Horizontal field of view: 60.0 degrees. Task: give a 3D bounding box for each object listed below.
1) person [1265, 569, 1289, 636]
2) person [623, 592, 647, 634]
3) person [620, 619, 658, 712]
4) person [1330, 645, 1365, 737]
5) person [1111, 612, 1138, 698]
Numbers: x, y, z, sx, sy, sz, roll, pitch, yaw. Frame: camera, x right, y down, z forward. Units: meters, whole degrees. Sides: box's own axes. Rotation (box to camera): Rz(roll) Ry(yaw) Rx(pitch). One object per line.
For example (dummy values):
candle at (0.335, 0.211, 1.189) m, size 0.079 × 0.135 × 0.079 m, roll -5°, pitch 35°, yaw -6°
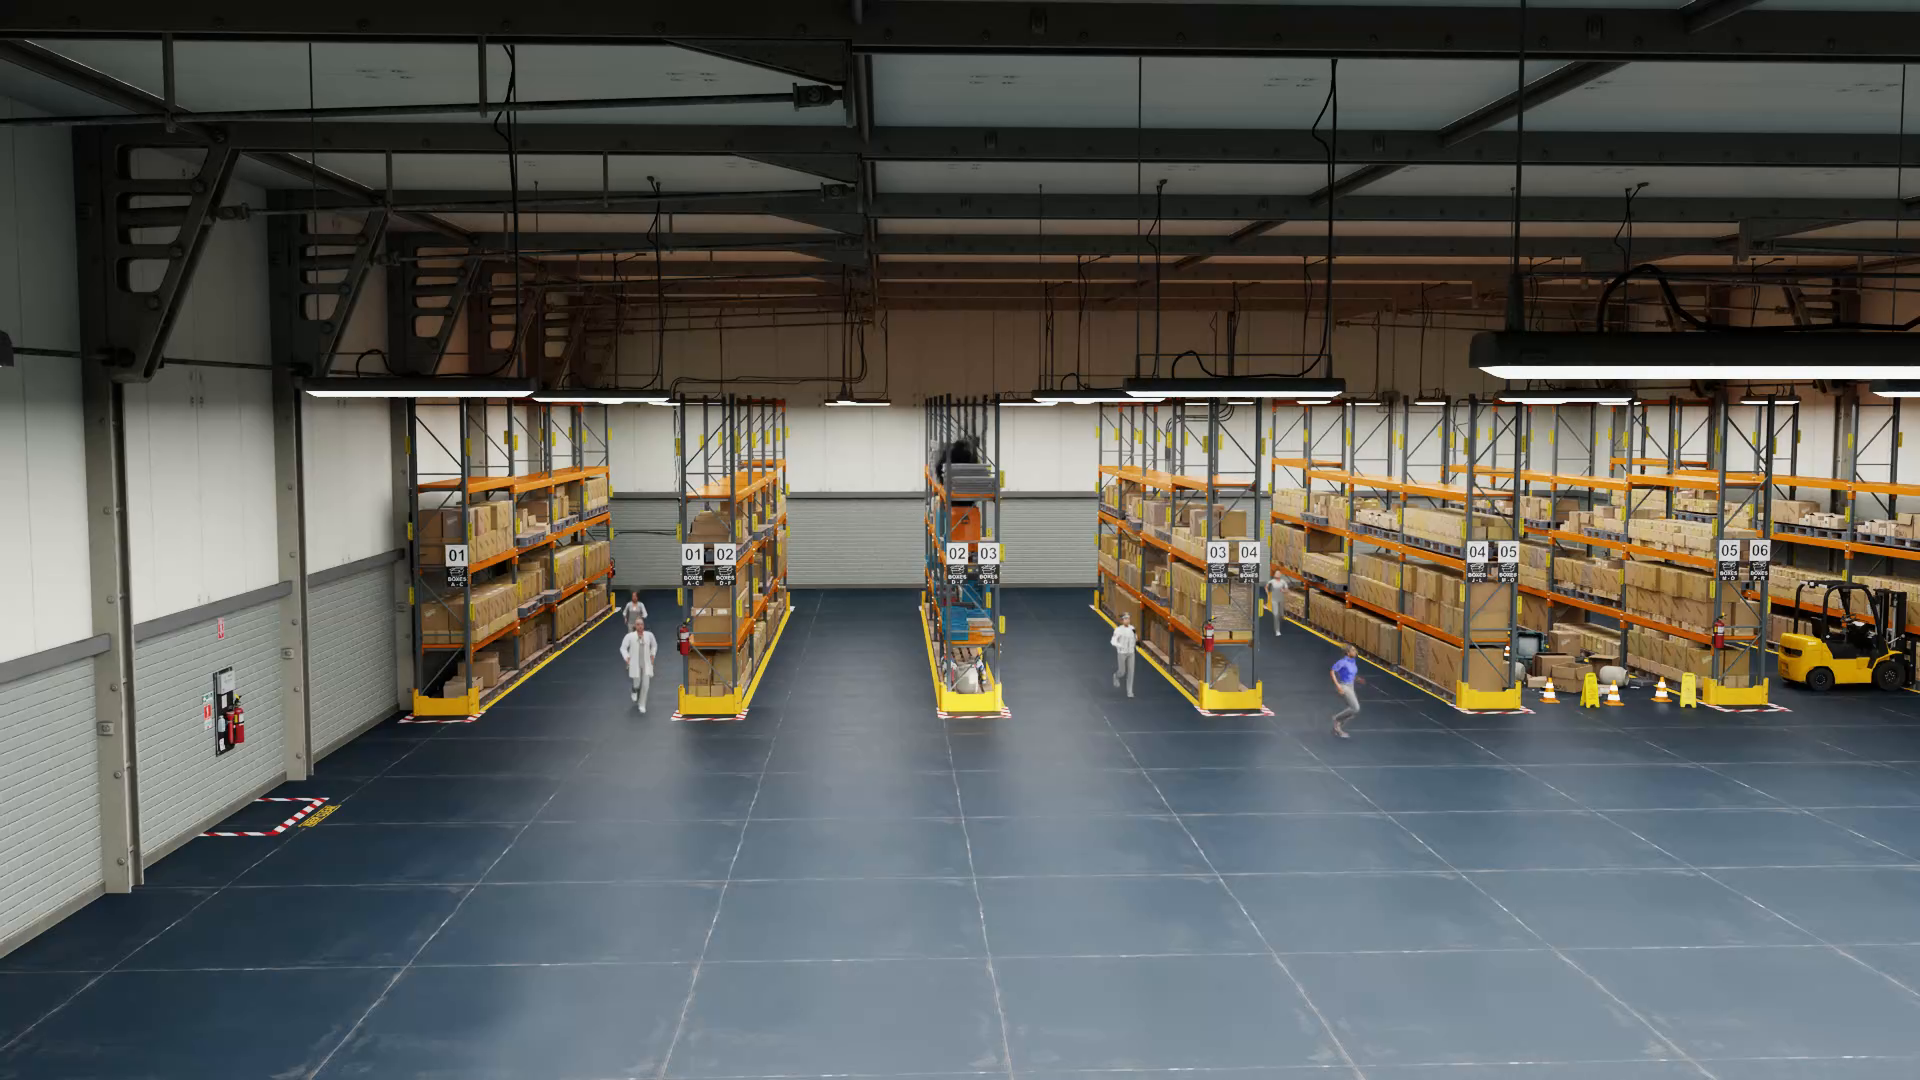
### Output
person at (8.014, 1.556, 41.991) m, size 0.570 × 1.646 × 0.960 m, roll 0°, pitch 5°, yaw -2°
person at (-7.379, 1.958, 37.742) m, size 0.547 × 1.564 × 0.768 m, roll -1°, pitch 5°, yaw -9°
person at (-6.087, 2.367, 31.626) m, size 0.718 × 1.748 × 0.758 m, roll -2°, pitch 5°, yaw -20°
person at (6.772, 2.628, 29.001) m, size 0.559 × 1.610 × 0.563 m, roll 3°, pitch 5°, yaw 35°
person at (3.308, 2.261, 33.111) m, size 0.618 × 1.664 × 0.890 m, roll -1°, pitch 5°, yaw -16°
